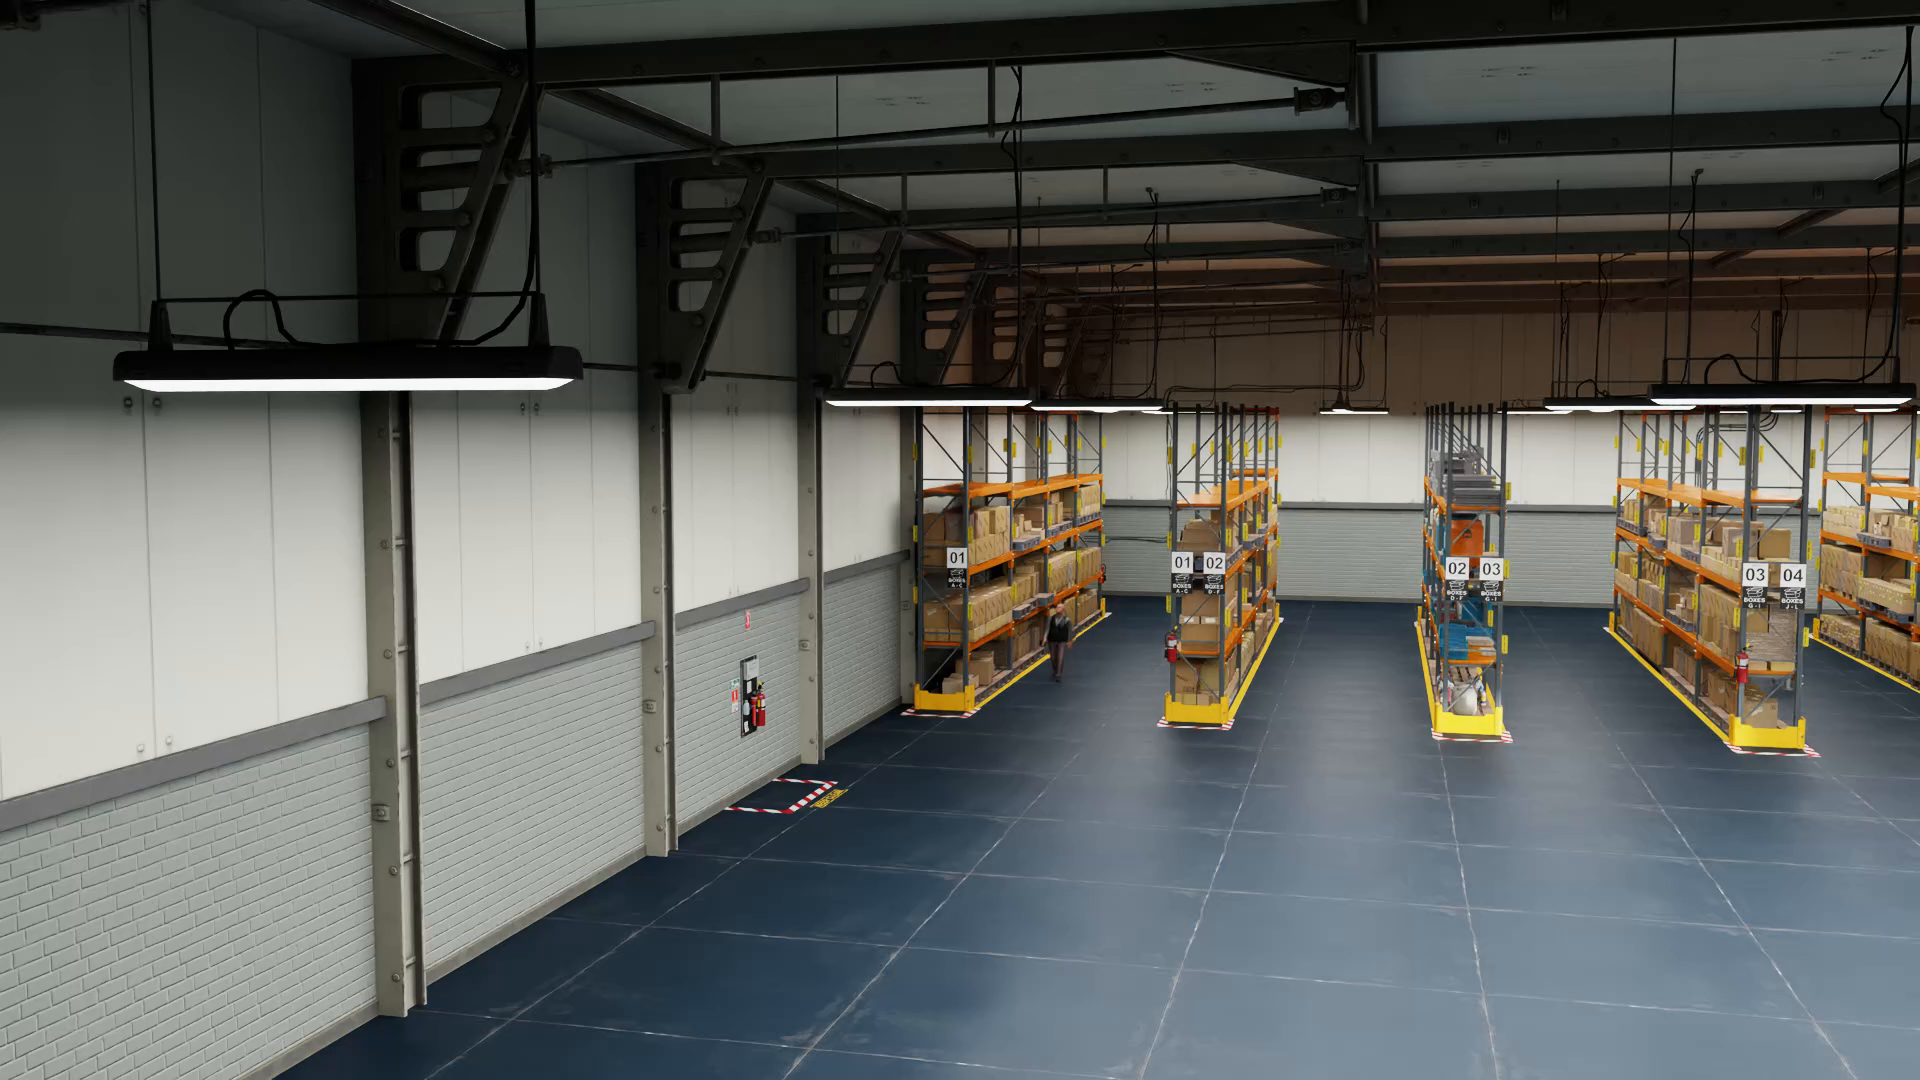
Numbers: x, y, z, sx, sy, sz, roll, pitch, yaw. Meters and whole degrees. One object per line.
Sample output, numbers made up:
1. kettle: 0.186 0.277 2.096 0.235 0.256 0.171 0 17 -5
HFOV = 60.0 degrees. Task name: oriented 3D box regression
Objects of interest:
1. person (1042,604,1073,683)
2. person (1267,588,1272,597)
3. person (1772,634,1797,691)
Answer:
1. person: 2.128 2.226 36.116 0.616 1.671 1.056 1 4 14
2. person: 8.798 1.320 47.845 0.580 1.764 0.655 0 4 -3
3. person: 17.330 2.318 34.953 0.601 1.650 0.939 1 4 18
